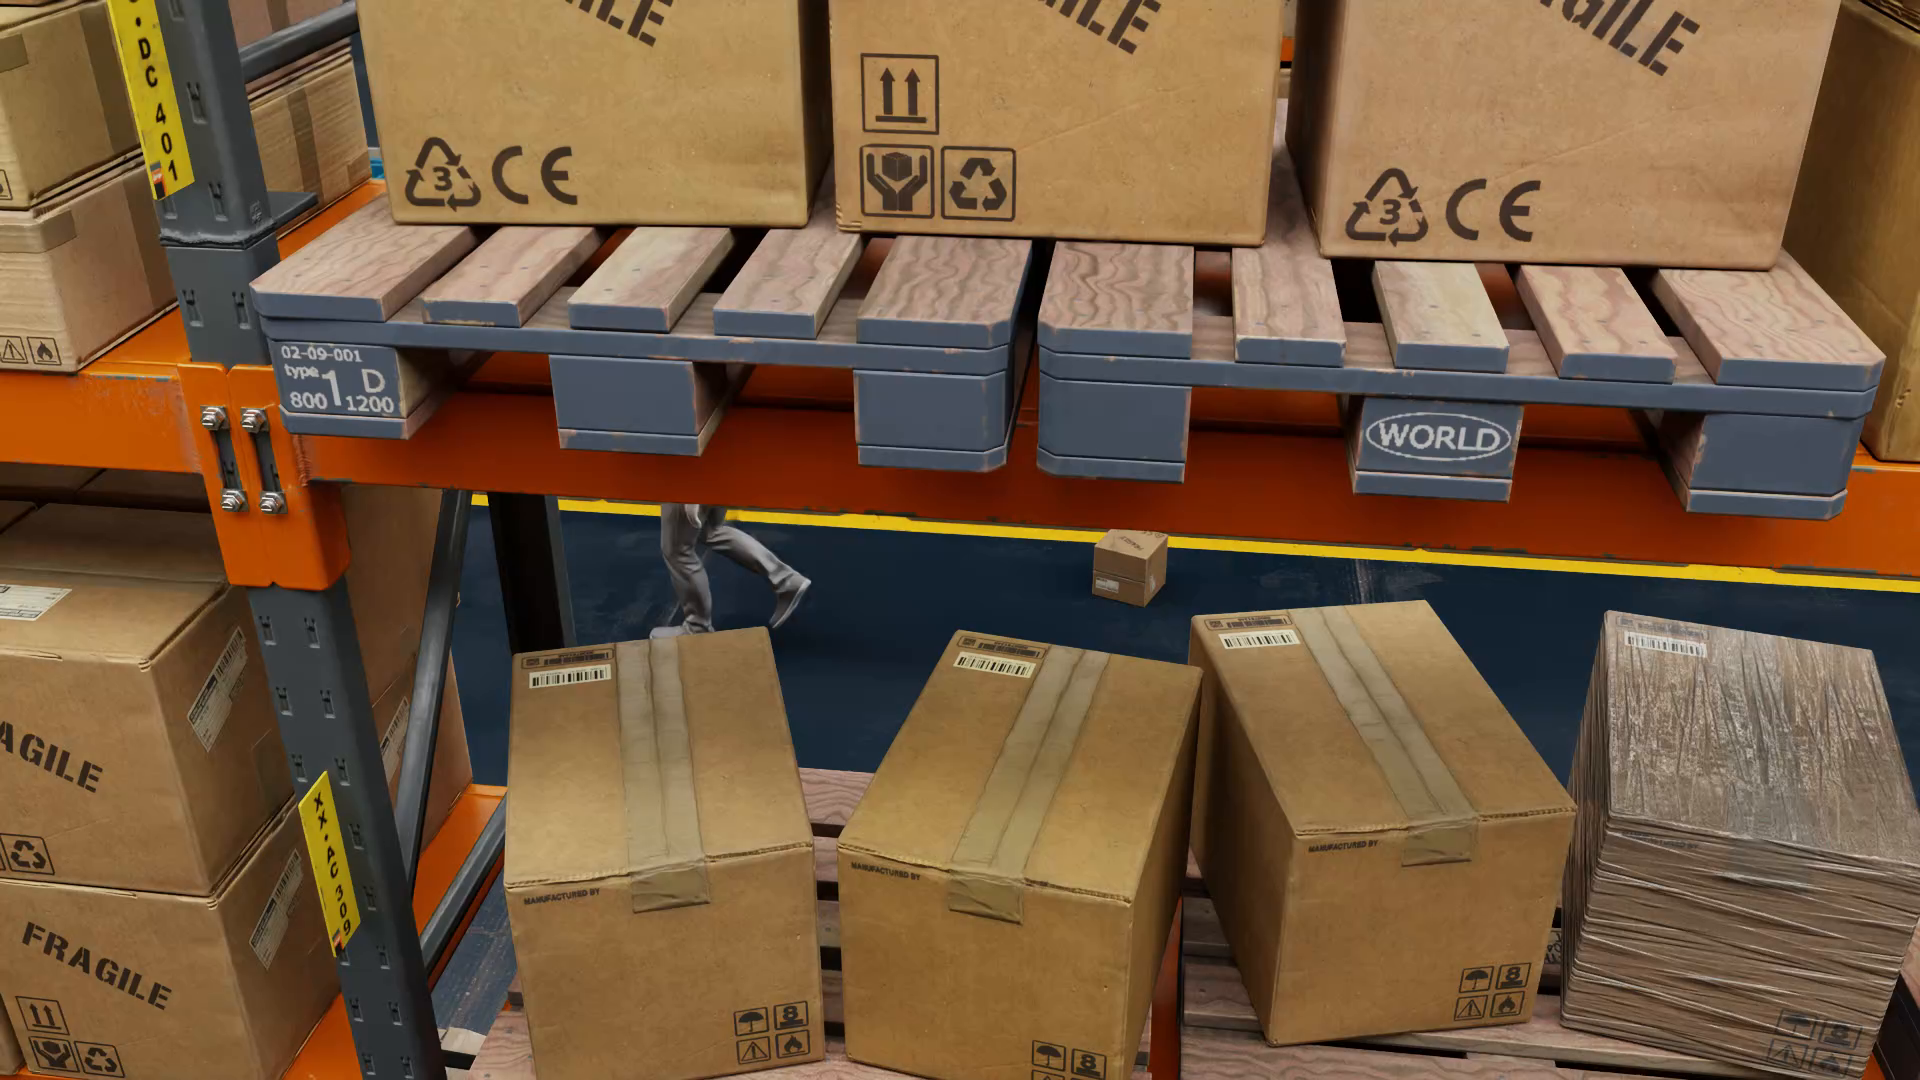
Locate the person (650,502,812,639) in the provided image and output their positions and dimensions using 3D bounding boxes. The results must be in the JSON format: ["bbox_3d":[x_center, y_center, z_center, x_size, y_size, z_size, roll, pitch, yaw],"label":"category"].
[{"bbox_3d":[-0.959,-0.296,6.624,0.675,1.637,0.513,6,29,10],"label":"person"}]
